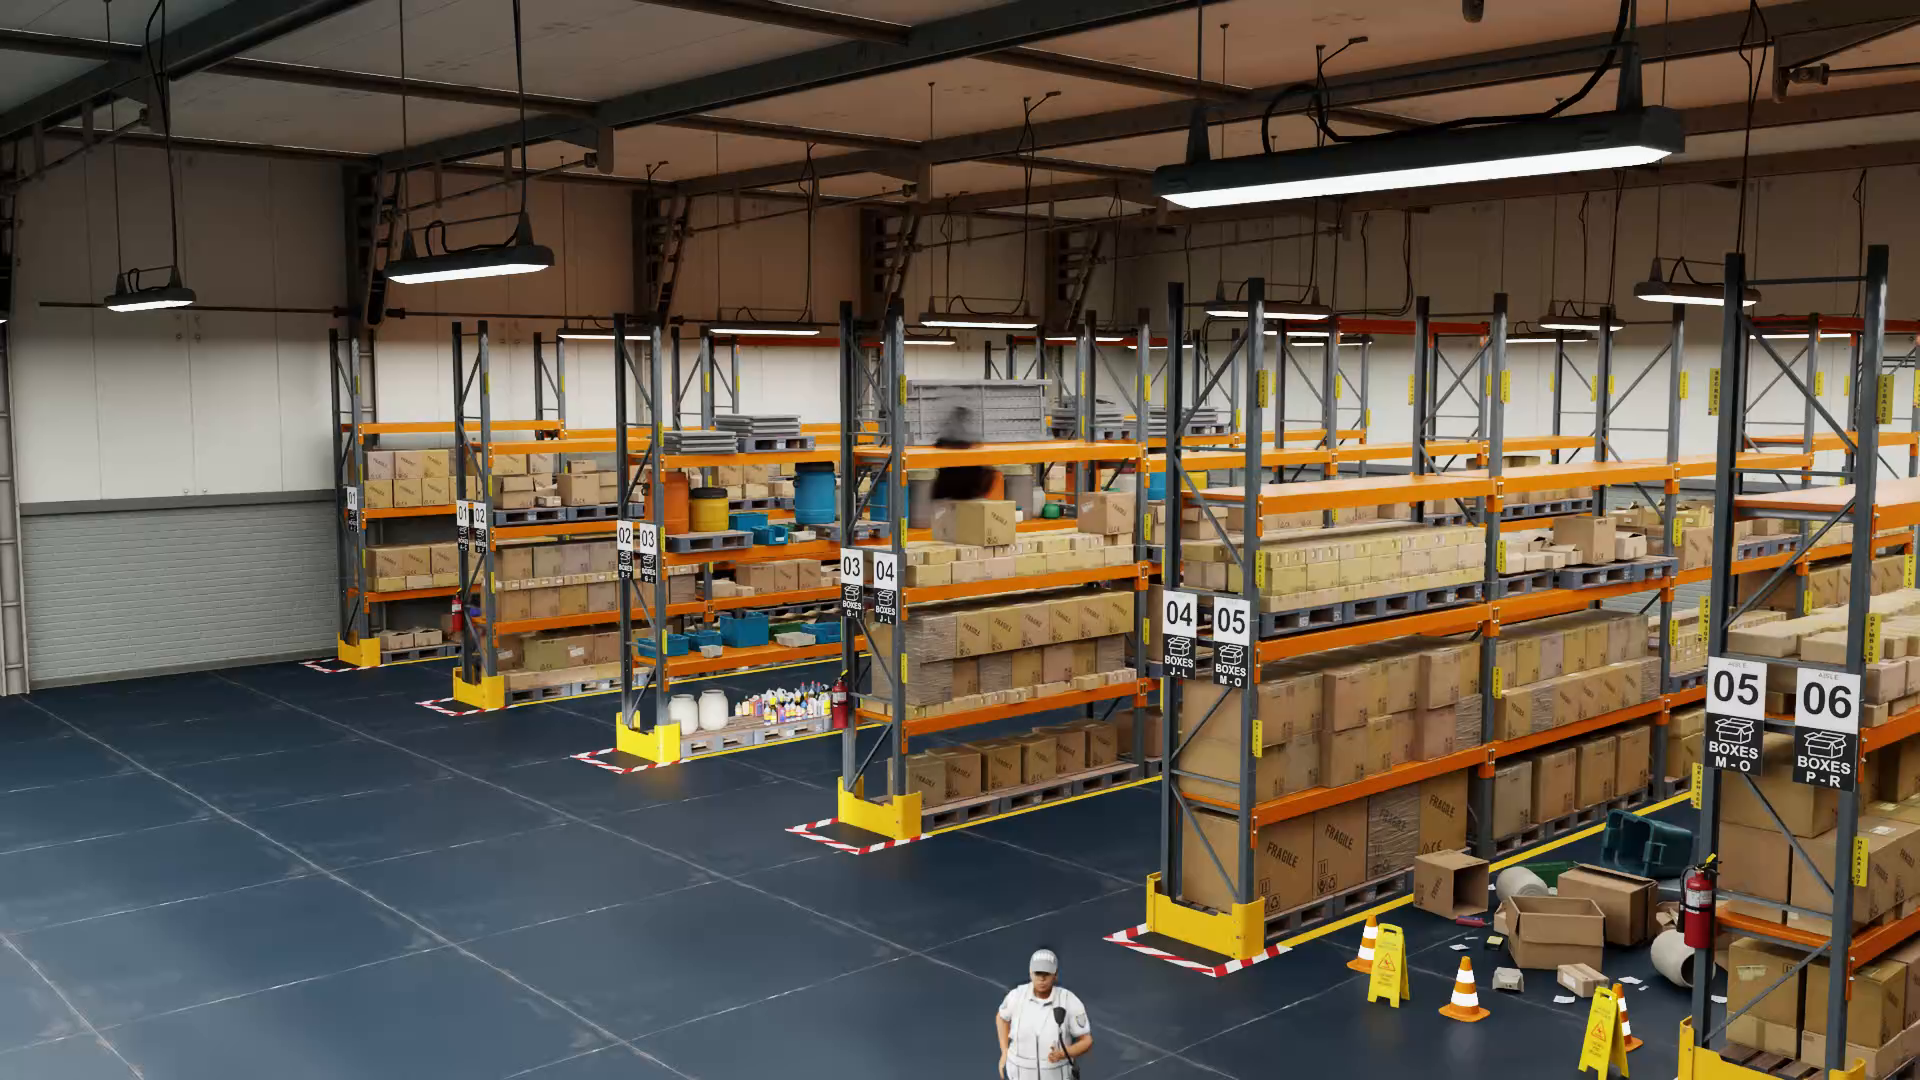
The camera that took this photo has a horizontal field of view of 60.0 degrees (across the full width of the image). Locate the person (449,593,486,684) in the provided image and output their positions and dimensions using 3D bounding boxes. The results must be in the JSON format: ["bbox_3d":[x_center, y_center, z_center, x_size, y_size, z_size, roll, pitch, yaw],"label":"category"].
[{"bbox_3d":[-8.155,1.653,27.547,0.585,1.595,0.564,5,8,42],"label":"person"}]

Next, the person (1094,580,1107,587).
[{"bbox_3d":[2.460,1.089,32.222,0.664,1.843,0.798,5,8,42],"label":"person"}]

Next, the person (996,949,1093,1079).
[{"bbox_3d":[0.509,3.323,10.241,0.615,1.642,0.918,1,6,7],"label":"person"}]
